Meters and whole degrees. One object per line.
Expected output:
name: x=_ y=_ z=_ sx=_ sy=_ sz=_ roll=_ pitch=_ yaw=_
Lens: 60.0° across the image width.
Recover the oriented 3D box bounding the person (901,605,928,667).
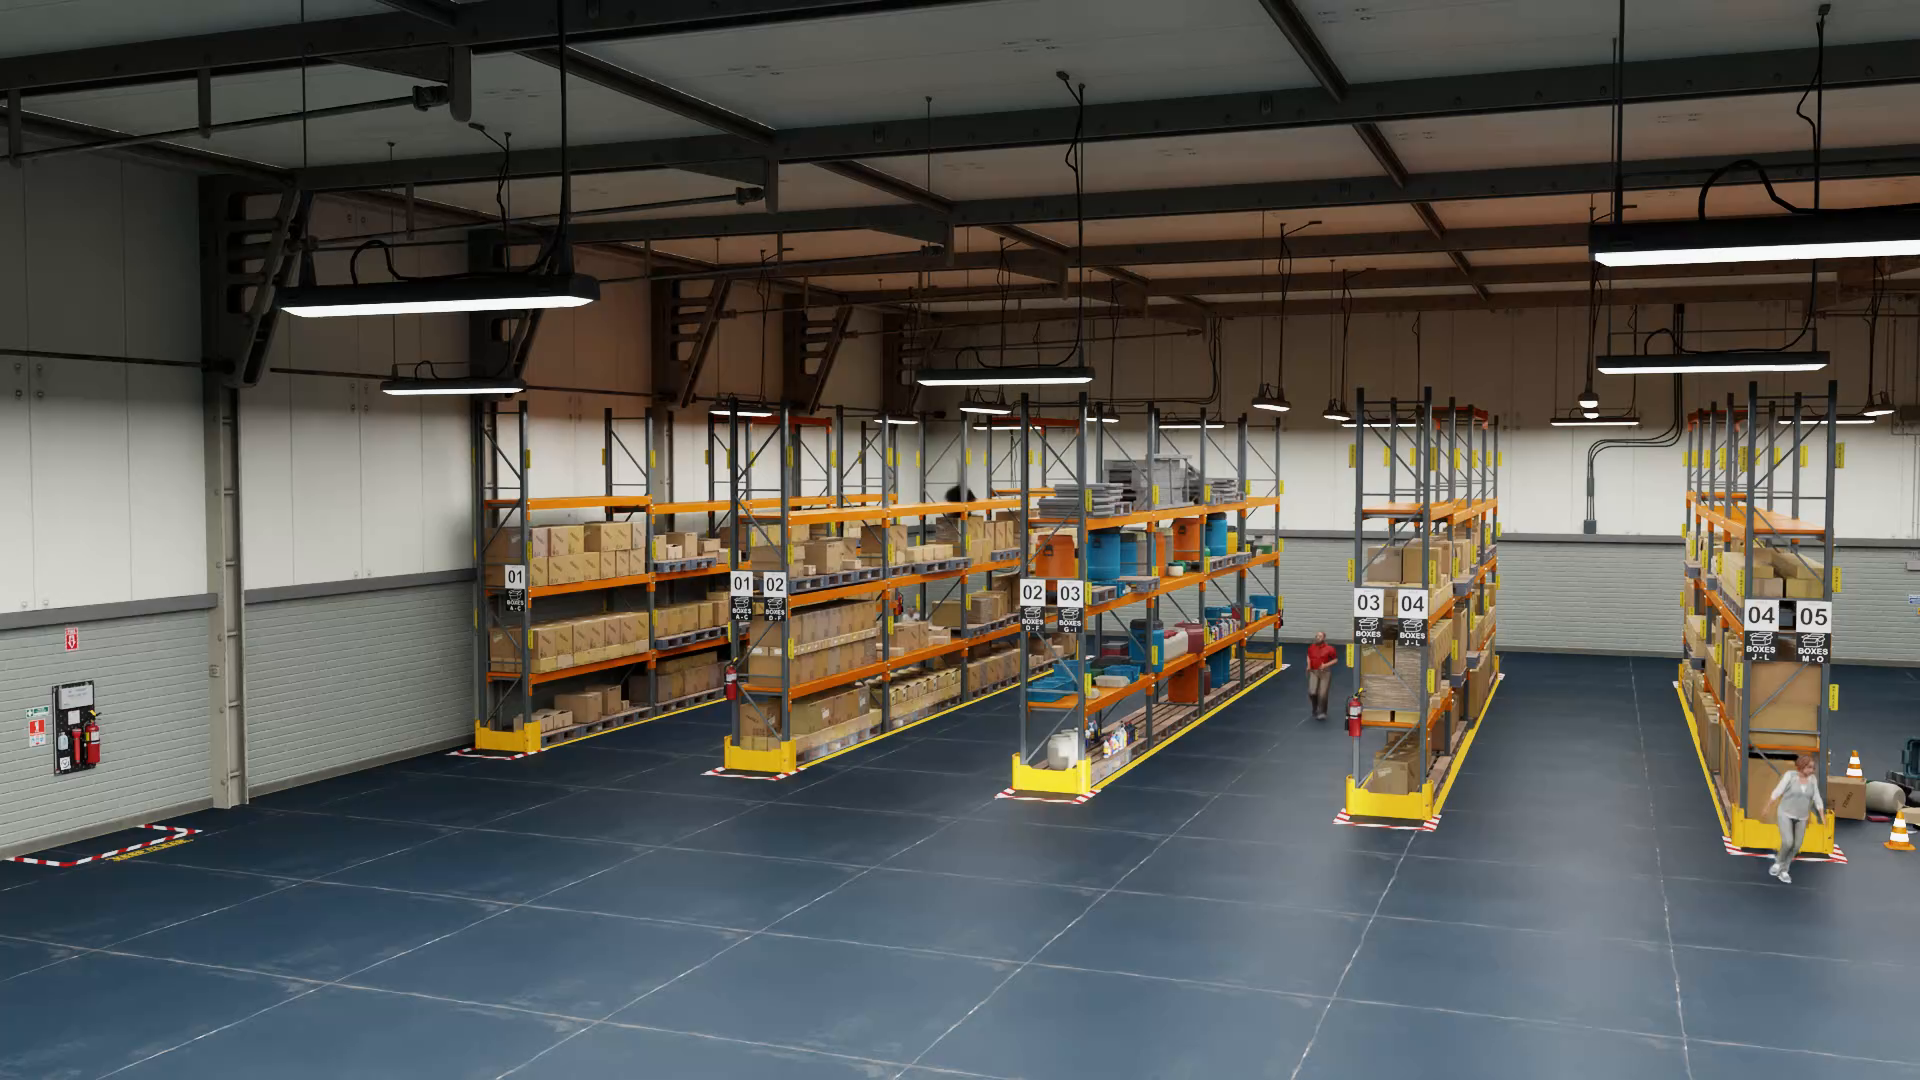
person: x=-1.077 y=2.310 z=39.293 sx=0.650 sy=1.635 sz=0.983 roll=0 pitch=3 yaw=8

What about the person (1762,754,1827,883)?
person: x=9.836 y=3.283 z=19.569 sx=0.540 sy=1.561 sz=0.614 roll=0 pitch=3 yaw=-3

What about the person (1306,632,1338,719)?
person: x=6.900 y=2.597 z=31.844 sx=0.638 sy=1.685 sz=0.615 roll=1 pitch=3 yaw=26
